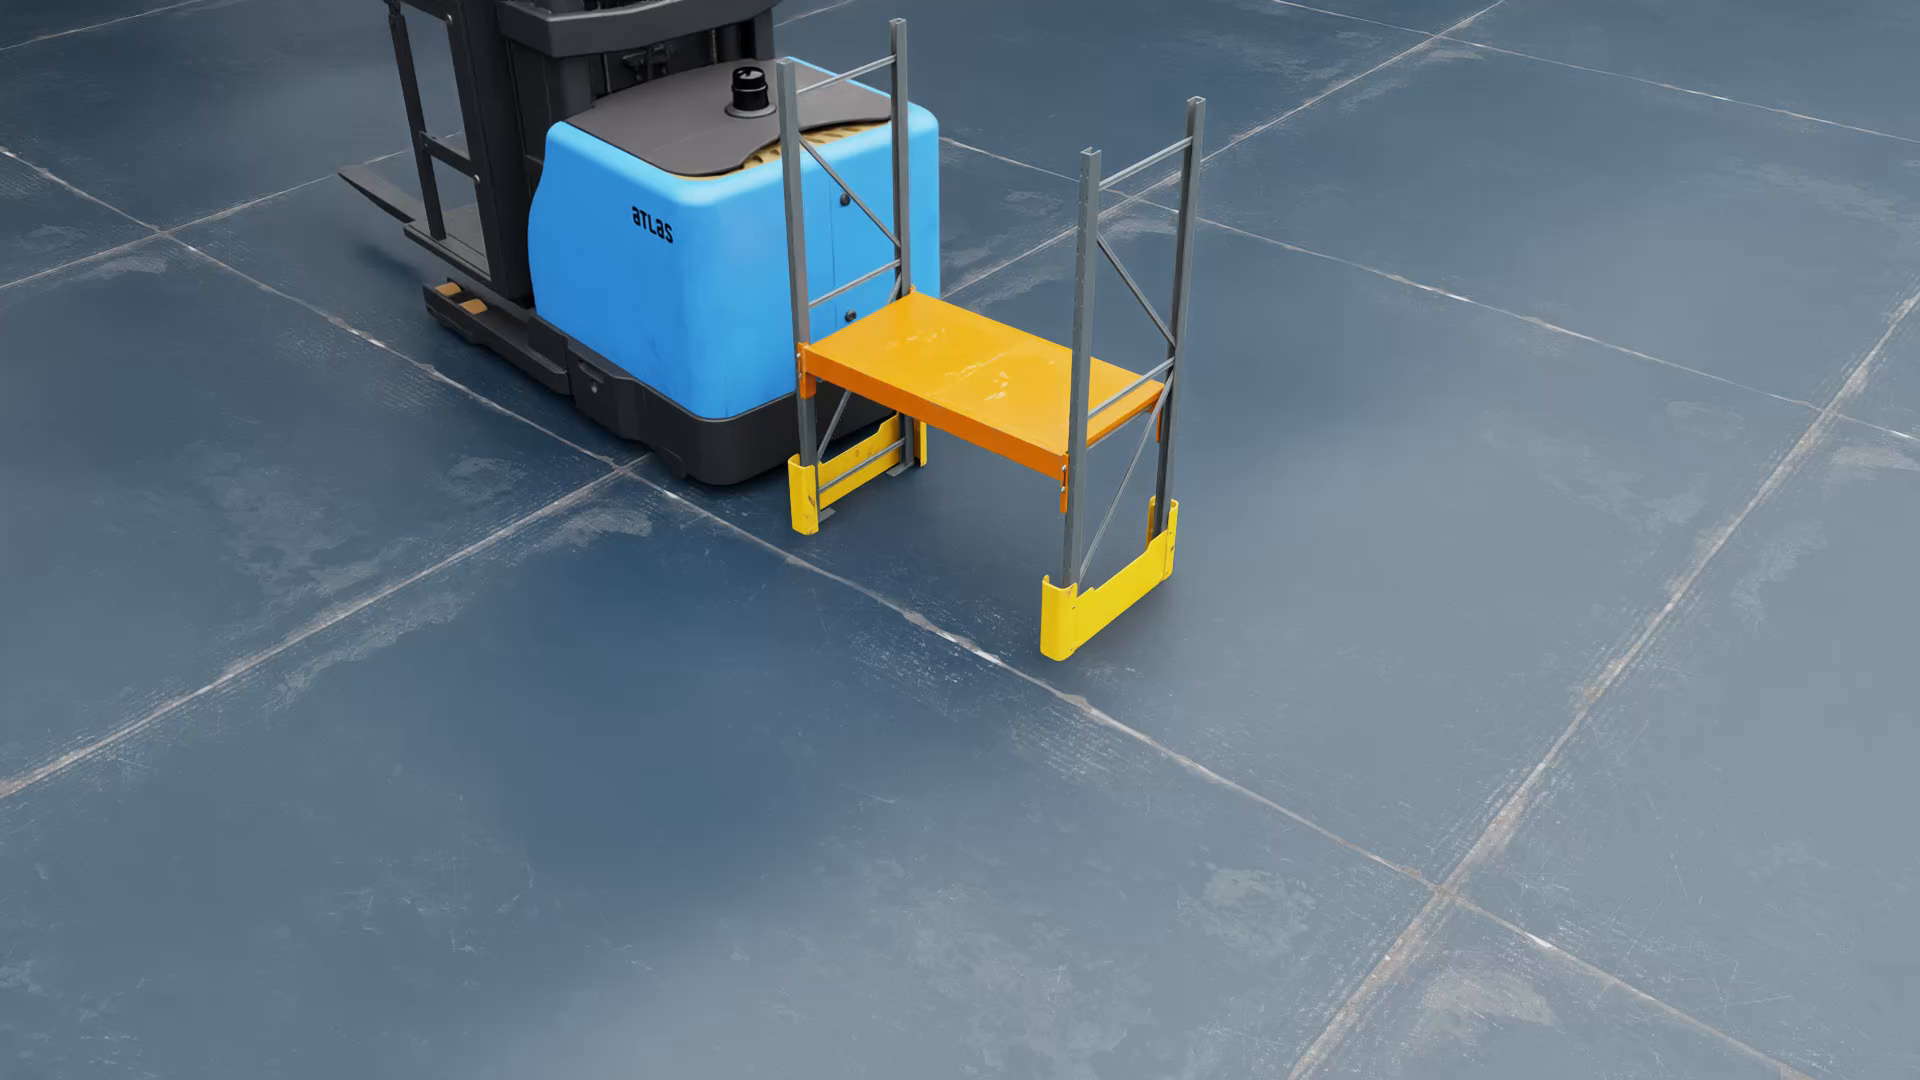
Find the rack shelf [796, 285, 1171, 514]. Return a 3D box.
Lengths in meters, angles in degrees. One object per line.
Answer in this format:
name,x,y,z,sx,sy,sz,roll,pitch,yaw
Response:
rack shelf,0.066,-0.439,4.882,1.000,0.185,0.538,25,42,32

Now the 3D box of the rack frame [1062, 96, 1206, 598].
rack frame,0.456,-0.403,4.512,0.032,1.500,0.500,25,42,32

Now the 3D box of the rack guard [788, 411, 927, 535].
rack guard,-0.324,-0.256,5.402,0.087,0.250,0.587,25,42,32

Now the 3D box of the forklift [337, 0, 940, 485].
forklift,-1.423,-2.131,5.764,1.130,2.935,3.031,-28,43,-34

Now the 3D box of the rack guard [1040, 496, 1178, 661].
rack guard,0.441,0.105,4.876,0.087,0.250,0.587,25,42,32

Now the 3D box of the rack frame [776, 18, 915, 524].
rack frame,-0.325,-0.771,5.049,0.032,1.500,0.500,25,42,32

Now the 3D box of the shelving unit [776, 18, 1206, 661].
shelving unit,0.059,-0.591,4.785,1.083,1.500,0.587,25,42,32
